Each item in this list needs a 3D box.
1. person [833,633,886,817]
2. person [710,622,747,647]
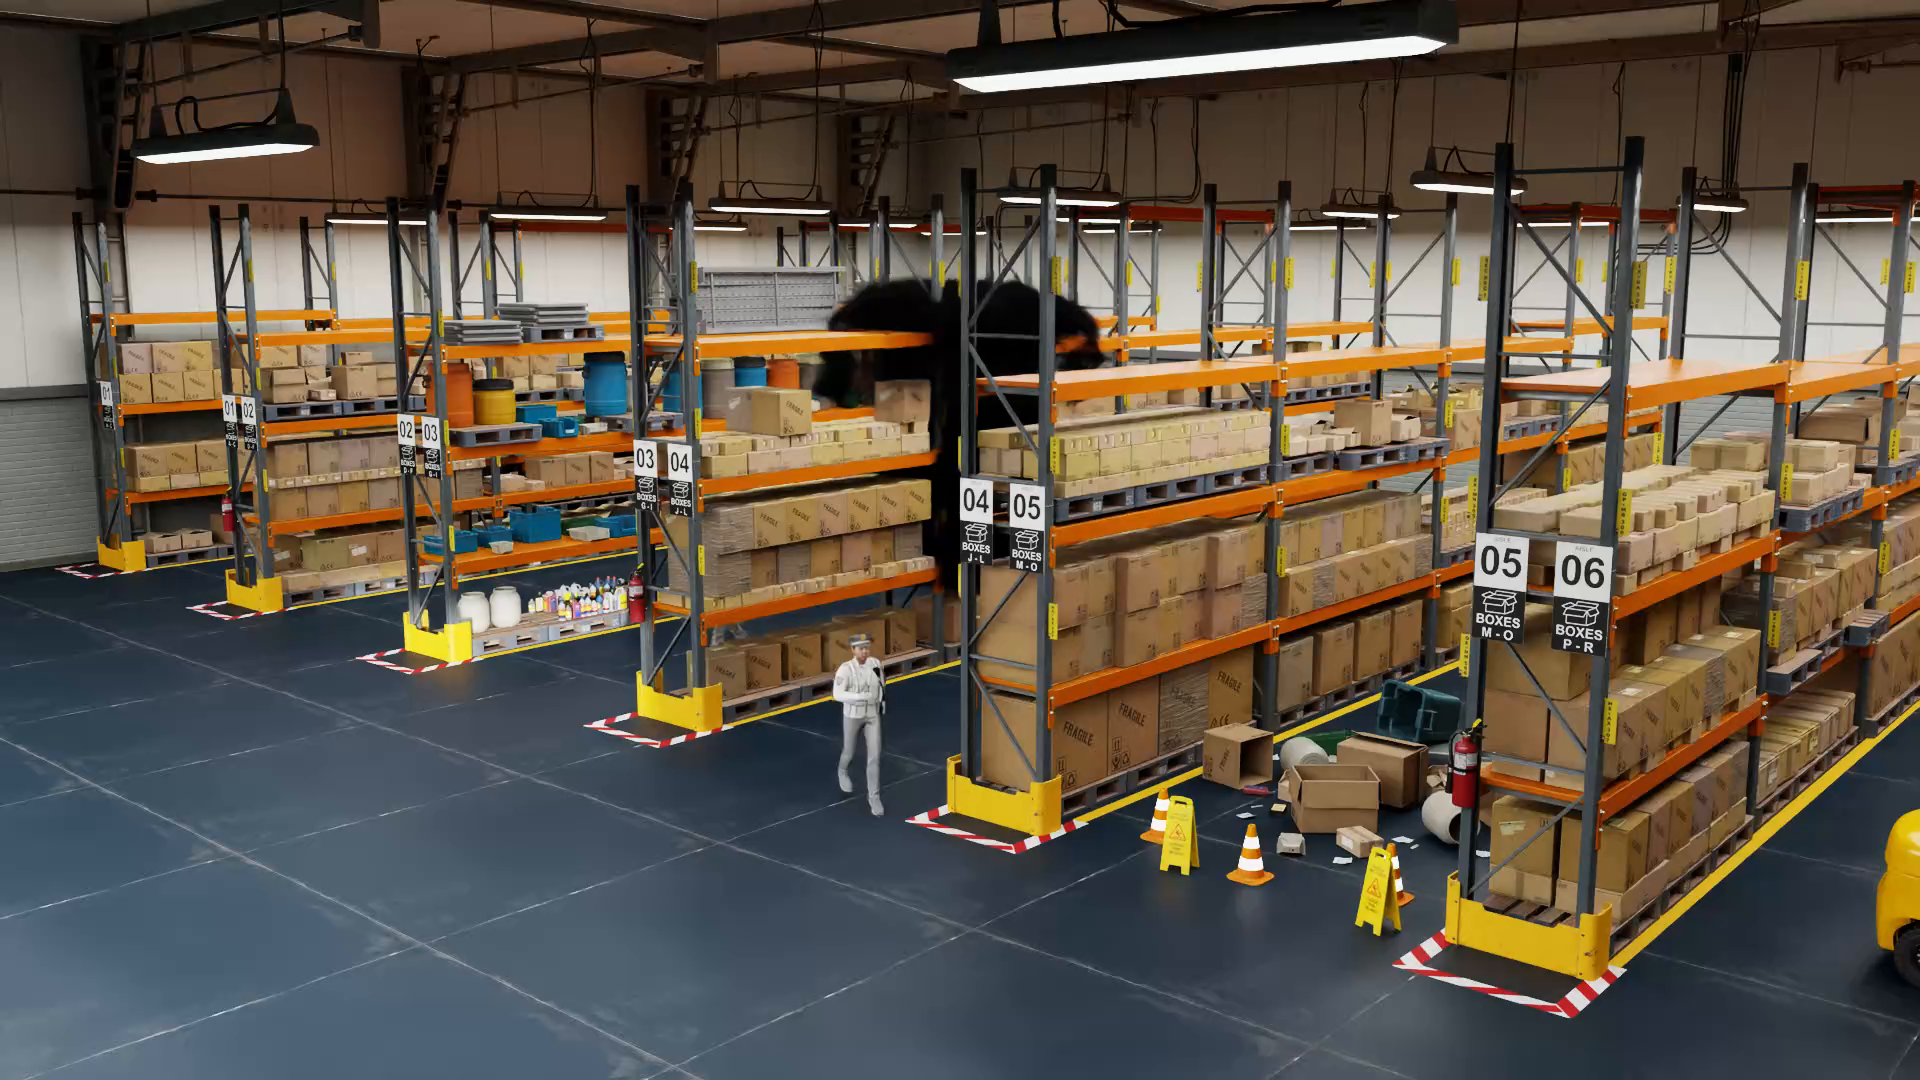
[{"bbox_3d":[-0.955,1.696,15.882,0.601,1.698,0.921,-4,10,-22],"label":"person"},{"bbox_3d":[-3.117,0.672,21.752,0.678,1.800,0.979,7,12,35],"label":"person"}]
